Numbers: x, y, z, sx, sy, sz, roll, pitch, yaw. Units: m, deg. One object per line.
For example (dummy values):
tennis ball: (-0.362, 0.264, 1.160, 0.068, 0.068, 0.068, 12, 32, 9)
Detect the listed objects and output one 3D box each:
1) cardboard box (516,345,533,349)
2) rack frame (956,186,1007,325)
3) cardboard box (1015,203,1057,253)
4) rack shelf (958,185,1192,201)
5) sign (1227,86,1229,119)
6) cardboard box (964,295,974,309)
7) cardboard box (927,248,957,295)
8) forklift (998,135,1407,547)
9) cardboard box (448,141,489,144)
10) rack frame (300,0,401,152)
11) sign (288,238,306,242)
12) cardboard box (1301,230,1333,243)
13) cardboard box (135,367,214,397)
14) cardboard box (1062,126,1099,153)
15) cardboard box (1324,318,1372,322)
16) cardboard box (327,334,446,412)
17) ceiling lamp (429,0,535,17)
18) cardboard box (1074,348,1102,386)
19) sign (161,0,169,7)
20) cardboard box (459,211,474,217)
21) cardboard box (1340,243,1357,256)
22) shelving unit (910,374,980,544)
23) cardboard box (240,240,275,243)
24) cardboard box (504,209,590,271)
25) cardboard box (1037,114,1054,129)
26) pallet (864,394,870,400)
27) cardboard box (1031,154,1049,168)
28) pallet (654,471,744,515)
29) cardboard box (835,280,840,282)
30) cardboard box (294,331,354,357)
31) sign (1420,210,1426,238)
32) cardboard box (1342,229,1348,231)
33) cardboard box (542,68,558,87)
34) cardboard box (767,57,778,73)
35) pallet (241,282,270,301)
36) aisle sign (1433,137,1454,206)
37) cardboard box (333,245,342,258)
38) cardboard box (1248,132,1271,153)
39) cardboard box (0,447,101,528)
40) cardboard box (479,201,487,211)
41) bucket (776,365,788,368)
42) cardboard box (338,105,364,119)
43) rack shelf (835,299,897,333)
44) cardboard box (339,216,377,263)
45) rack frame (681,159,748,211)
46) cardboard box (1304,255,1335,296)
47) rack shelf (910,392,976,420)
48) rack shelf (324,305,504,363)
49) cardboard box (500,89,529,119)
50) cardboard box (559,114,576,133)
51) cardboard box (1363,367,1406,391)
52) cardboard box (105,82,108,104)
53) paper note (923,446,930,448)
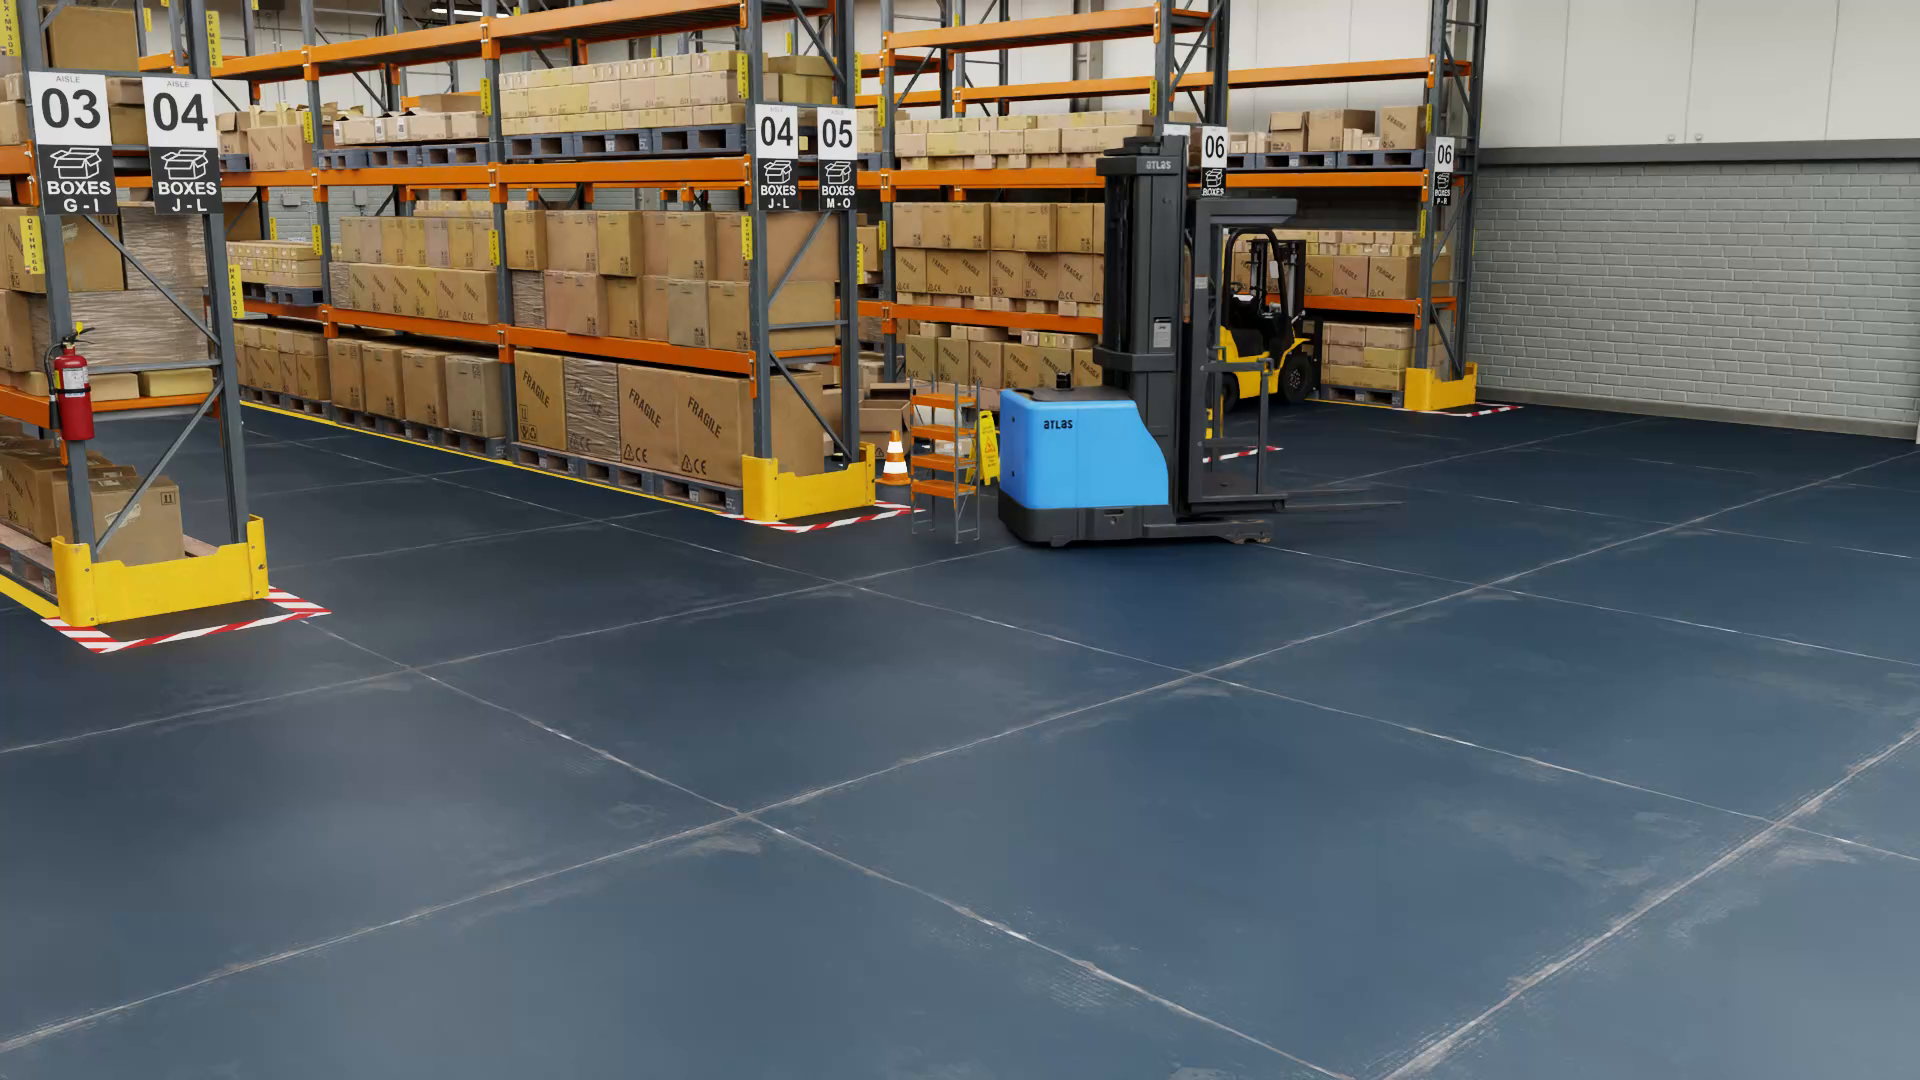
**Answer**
cardboard box: (-6.369, -3.230, 25.964, 0.875, 0.438, 0.875, -11, 16, -43)
rack frame: (0.337, -4.281, 25.757, 1.000, 3.000, 0.127, -11, 16, -43)
cardboard box: (0.993, -3.285, 17.458, 0.700, 0.500, 0.500, -11, 16, -43)
rack shelf: (1.718, -5.106, 24.110, 1.077, 0.370, 4.000, -11, 16, -43)
sign: (2.667, -4.394, 16.706, 0.100, 0.325, 0.005, -11, 16, -43)
cardboard box: (0.267, -2.652, 18.471, 0.380, 0.149, 0.250, -11, 16, -43)
cardboard box: (-0.022, -3.027, 18.683, 0.500, 0.500, 0.500, -11, 16, -43)
forklift: (1.861, -1.510, 12.475, 3.031, 2.935, 1.130, -2, 12, -11)
cardboard box: (-5.137, -4.261, 17.271, 0.396, 0.266, 0.258, -11, 16, -43)
rack frame: (-6.761, -5.822, 18.372, 1.000, 3.000, 0.127, -11, 16, -43)
sign: (-12.763, -5.710, 32.026, 0.327, 0.218, 0.001, -11, 16, -43)
cardboard box: (4.508, -3.821, 20.932, 0.380, 0.149, 0.250, -10, 16, -41)
cardboard box: (-4.917, -0.992, 10.415, 0.380, 0.149, 0.250, -11, 16, -43)
cardboard box: (1.389, -4.075, 16.959, 0.500, 0.250, 0.500, -11, 16, -43)
cardboard box: (4.982, -2.706, 21.405, 0.500, 0.250, 0.500, -11, 16, -43)
cardboard box: (-6.405, -1.887, 18.669, 1.050, 0.750, 0.750, -11, 16, -43)
ceiling lamp: (-8.722, -11.312, 30.553, 2.000, 3.185, 0.800, -11, 16, -43)
cardboard box: (1.533, -1.728, 17.280, 0.500, 0.500, 0.500, -11, 16, -42)
sign: (-9.928, -6.830, 20.749, 0.100, 0.325, 0.005, -11, 16, -43)
cardboard box: (-7.581, -4.964, 26.347, 0.500, 0.500, 0.500, -11, 16, -42)
cardboard box: (4.924, -3.609, 20.640, 0.380, 0.149, 0.250, -11, 16, -43)
shelving unit: (-0.114, -0.612, 12.408, 0.258, 1.200, 0.503, -11, 16, -43)
cardboard box: (-9.105, -3.811, 21.581, 0.380, 0.149, 0.250, -10, 15, -40)
cardboard box: (-3.768, -2.844, 15.735, 0.875, 0.550, 0.550, -11, 16, -43)
cardboard box: (1.024, -4.366, 17.385, 0.250, 0.149, 0.380, 11, 16, 44)
pallet: (-1.027, -1.753, 20.395, 1.003, 0.211, 1.213, -11, 16, -43)
cardboard box: (0.962, -3.971, 17.442, 0.250, 0.149, 0.380, 11, 16, 44)
pallet: (-1.845, -0.457, 14.105, 1.003, 0.211, 1.213, -11, 16, -43)
cardboard box: (-1.416, -3.198, 20.081, 0.380, 0.149, 0.250, -11, 16, -43)
cardboard box: (-7.423, -2.296, 19.418, 0.500, 0.250, 0.500, 11, 16, 44)
sign: (5.460, -3.723, 19.592, 0.100, 0.325, 0.005, -11, 16, -43)
cardboard box: (4.965, -3.909, 21.360, 0.250, 0.149, 0.380, 11, 16, 44)
cardboard box: (-3.466, -4.080, 14.706, 0.380, 0.149, 0.250, -11, 16, -43)
cardboard box: (-1.409, -3.838, 13.530, 0.380, 0.149, 0.250, -11, 16, -42)
pallet: (-8.157, -3.073, 20.371, 1.003, 0.211, 1.213, -11, 16, -43)
aisle sign: (5.695, -4.336, 19.582, 0.394, 0.787, 0.004, -11, 16, -43)
cardboard box: (-7.127, -3.391, 19.547, 0.250, 0.149, 0.380, 11, 16, 44)
cardboard box: (3.905, -5.096, 21.325, 0.258, 0.266, 0.396, 11, 16, 44)
cardboard box: (-6.522, -0.379, 11.972, 0.500, 0.500, 0.500, 10, 15, 40)
cardboard box: (-7.293, -5.225, 26.005, 0.380, 0.149, 0.250, -11, 16, -44)
bucket: (-2.237, -1.743, 17.783, 0.726, 0.611, 0.620, -5, 3, -23)
cardboard box: (-7.197, -4.950, 19.425, 0.396, 0.266, 0.258, -11, 16, -43)
rack shelf: (-1.869, -2.944, 21.053, 1.077, 0.370, 4.000, -11, 16, -43)
cardboard box: (-6.458, -3.356, 18.541, 0.700, 0.500, 0.500, -11, 16, -43)
rack frame: (-3.250, -3.589, 22.397, 1.000, 3.000, 0.127, -11, 16, -43)
cardboard box: (4.626, -3.349, 20.987, 0.500, 0.500, 0.500, -11, 16, -44)
rack shelf: (-0.114, -0.997, 12.328, 0.258, 0.148, 0.480, -11, 16, -43)
rack shelf: (-5.379, -2.240, 17.633, 1.077, 0.370, 4.000, -11, 16, -43)
cardboard box: (-3.863, -3.986, 15.238, 0.500, 0.250, 0.500, -11, 16, -42)
cardboard box: (-3.289, -3.652, 14.606, 0.380, 0.149, 0.250, -11, 16, -43)
cardboard box: (5.309, -1.997, 20.444, 0.500, 0.250, 0.500, -11, 16, -42)
cardboard box: (-5.289, -2.775, 10.395, 0.380, 0.149, 0.250, -11, 16, -44)
paper note: (-0.296, -0.967, 17.057, 0.148, 0.019, 0.142, -5, 13, -23)
